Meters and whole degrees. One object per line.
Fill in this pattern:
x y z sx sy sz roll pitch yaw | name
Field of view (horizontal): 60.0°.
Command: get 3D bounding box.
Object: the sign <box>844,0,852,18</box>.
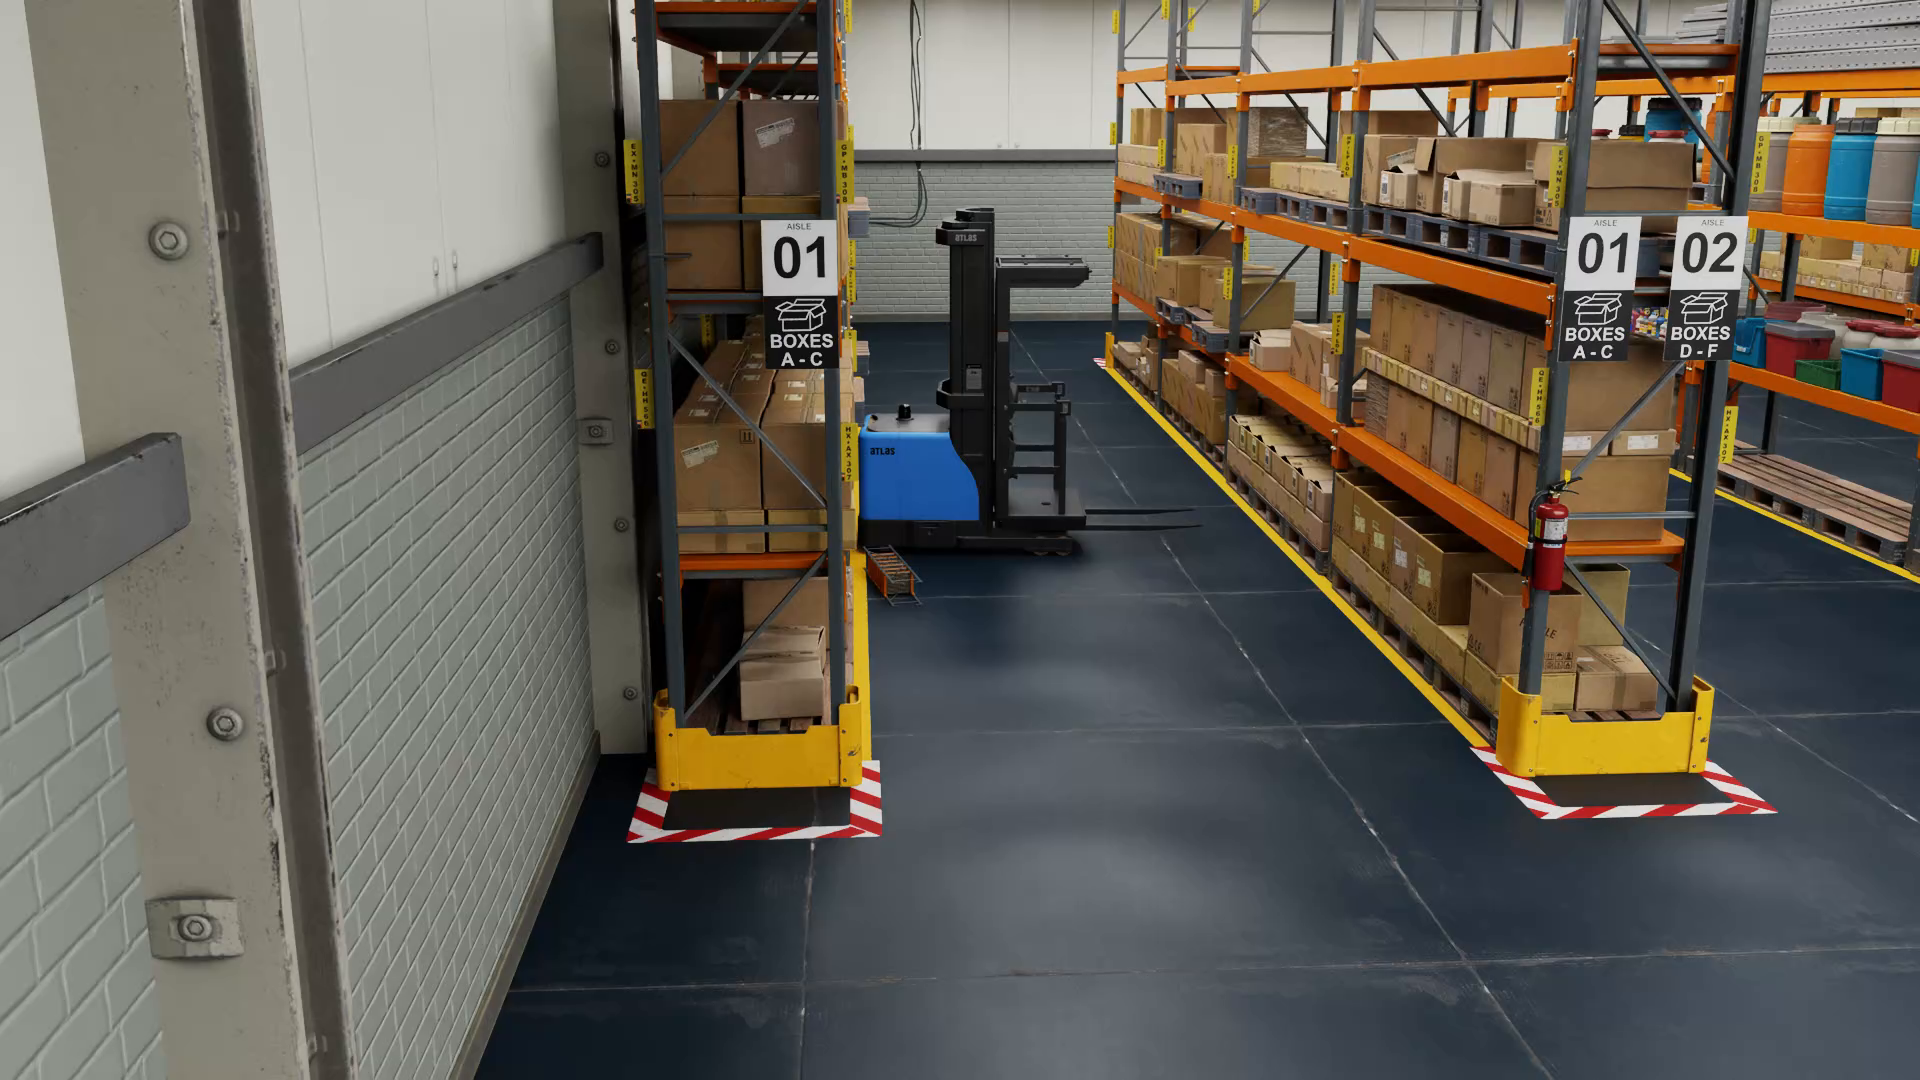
-1.354 -6.446 19.988 0.100 0.325 0.005 -1 14 -3 | sign

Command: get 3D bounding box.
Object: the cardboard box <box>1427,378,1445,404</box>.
3.467 -1.034 11.524 0.380 0.149 0.250 -1 14 -4 | cardboard box

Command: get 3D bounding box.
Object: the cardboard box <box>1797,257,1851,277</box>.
12.515 -3.957 24.090 0.500 0.250 0.500 -1 14 -5 | cardboard box

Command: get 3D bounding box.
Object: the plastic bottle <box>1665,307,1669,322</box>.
8.301 -2.635 19.346 0.144 0.351 0.185 -1 14 -3 | plastic bottle

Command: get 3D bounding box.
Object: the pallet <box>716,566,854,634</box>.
-1.323 0.468 12.786 1.003 0.211 1.213 -1 14 -3 | pallet

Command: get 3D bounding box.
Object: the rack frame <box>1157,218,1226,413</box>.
3.049 -3.116 21.119 1.000 3.000 0.127 -1 14 -3 | rack frame

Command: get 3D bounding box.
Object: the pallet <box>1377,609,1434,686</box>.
3.631 0.726 11.780 1.003 0.211 1.213 -1 14 -3 | pallet

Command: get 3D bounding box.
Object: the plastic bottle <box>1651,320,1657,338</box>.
7.768 -2.354 18.554 0.097 0.201 0.097 0 14 0 | plastic bottle

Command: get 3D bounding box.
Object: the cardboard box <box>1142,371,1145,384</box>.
2.647 -2.178 22.312 0.380 0.149 0.250 -1 14 -3 | cardboard box

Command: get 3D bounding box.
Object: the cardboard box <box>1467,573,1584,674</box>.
3.462 0.504 10.217 0.500 0.500 0.500 -1 14 -3 | cardboard box

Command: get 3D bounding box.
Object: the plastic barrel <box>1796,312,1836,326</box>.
8.518 -1.999 16.551 0.421 0.512 0.421 0 14 0 | plastic barrel

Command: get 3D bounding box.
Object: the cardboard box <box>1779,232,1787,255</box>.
12.480 -4.450 24.501 0.500 0.500 0.500 -1 14 -5 | cardboard box

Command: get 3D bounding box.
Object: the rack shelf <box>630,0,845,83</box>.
-1.276 -3.107 10.495 1.077 0.370 4.000 -1 14 -3 | rack shelf

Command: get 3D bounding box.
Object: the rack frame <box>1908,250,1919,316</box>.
12.936 -3.268 21.710 1.000 3.000 0.127 -1 14 -3 | rack frame

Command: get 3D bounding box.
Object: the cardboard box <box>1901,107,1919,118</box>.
12.884 -5.618 22.075 0.500 0.250 0.500 -2 15 -7 | cardboard box

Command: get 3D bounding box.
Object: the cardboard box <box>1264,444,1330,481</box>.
3.139 -0.745 15.452 0.500 0.311 0.500 -1 14 -4 | cardboard box

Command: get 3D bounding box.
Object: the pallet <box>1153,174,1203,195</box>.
3.019 -4.315 20.134 1.213 0.211 1.003 -1 14 -3 | pallet

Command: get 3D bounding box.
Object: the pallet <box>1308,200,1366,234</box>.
3.477 -2.706 13.888 0.805 0.209 1.217 -1 15 -6 | pallet

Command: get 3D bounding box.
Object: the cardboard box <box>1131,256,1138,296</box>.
2.660 -3.668 23.061 0.500 0.500 0.500 -1 14 -3 | cardboard box

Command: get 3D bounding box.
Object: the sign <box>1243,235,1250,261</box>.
3.602 -3.687 21.011 0.100 0.325 0.005 -1 14 -3 | sign

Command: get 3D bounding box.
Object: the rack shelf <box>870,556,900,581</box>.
-0.609 0.234 13.726 0.258 0.180 0.103 -4 15 -14 | rack shelf

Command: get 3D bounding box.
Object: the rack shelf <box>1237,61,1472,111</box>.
3.421 -3.988 14.711 1.077 0.370 4.000 -1 14 -3 | rack shelf

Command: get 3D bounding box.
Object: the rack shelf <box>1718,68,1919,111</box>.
8.365 -4.063 15.005 1.077 0.370 4.000 -1 14 -3 | rack shelf

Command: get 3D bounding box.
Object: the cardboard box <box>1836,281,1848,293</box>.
12.510 -3.537 23.258 0.380 0.149 0.250 -1 14 -4 | cardboard box

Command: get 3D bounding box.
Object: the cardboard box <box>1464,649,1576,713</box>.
3.464 0.867 10.311 0.500 0.250 0.500 -1 14 -3 | cardboard box

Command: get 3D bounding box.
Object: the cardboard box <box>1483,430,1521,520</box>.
3.739 -0.427 10.467 0.700 0.500 0.500 -1 14 -2 | cardboard box

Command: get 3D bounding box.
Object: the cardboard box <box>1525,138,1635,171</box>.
3.962 -2.322 10.685 0.500 0.500 0.500 -1 14 -3 | cardboard box

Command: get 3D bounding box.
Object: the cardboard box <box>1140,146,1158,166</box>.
2.691 -5.104 22.122 0.500 0.250 0.500 -1 14 -3 | cardboard box

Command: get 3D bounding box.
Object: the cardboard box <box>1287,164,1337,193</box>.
3.431 -3.463 15.904 0.500 0.250 0.500 0 14 -2 | cardboard box

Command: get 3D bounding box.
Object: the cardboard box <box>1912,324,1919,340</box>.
12.996 -2.284 21.305 1.225 0.875 0.875 -1 14 -3 | cardboard box

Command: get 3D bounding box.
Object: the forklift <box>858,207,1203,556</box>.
0.625 -1.418 14.655 3.031 2.935 1.130 0 14 1 | forklift

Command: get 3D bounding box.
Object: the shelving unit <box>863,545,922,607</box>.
-0.560 0.281 13.542 0.258 0.189 1.200 -4 15 -14 | shelving unit

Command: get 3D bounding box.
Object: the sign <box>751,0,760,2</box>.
-2.451 -6.471 19.925 0.100 0.325 0.005 -1 14 -3 | sign

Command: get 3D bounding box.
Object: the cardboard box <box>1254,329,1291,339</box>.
3.276 -1.987 16.909 0.500 0.311 0.500 0 14 0 | cardboard box

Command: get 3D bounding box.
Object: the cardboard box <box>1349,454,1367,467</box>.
3.708 -0.630 15.005 0.500 0.311 0.500 -1 14 -5 | cardboard box

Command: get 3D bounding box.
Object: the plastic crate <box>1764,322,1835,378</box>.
8.035 -1.822 15.958 0.402 0.464 0.583 -1 14 -3 | plastic crate

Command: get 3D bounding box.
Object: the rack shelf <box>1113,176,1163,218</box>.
2.925 -4.718 22.768 1.077 0.370 4.000 -1 14 -3 | rack shelf

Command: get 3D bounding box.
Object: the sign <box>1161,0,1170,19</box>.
2.506 -6.509 20.230 0.100 0.325 0.005 -1 14 -3 | sign

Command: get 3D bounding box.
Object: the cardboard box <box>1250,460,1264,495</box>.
3.106 -0.604 16.031 0.500 0.250 0.500 -1 14 -5 | cardboard box

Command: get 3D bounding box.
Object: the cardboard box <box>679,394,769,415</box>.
-1.414 -0.594 10.072 0.500 0.500 0.500 -1 14 -3 | cardboard box

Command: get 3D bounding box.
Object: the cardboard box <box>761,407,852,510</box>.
-0.881 -0.478 9.621 0.500 0.500 0.500 -1 14 -3 | cardboard box

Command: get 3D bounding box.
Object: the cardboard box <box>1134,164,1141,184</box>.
2.667 -4.986 22.668 0.500 0.250 0.500 -1 14 -3 | cardboard box

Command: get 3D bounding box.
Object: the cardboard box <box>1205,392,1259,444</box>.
3.004 -1.353 18.399 0.500 0.500 0.500 0 14 -1 | cardboard box

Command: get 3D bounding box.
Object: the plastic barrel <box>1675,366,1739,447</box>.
8.193 -1.471 18.236 0.600 0.830 0.708 -1 14 -3 | plastic barrel

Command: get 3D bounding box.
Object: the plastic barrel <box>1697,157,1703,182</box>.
8.028 -4.051 18.165 0.301 0.262 0.301 0 14 0 | plastic barrel

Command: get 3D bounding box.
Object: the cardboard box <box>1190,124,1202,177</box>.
3.071 -4.577 19.532 0.600 0.600 0.600 -1 14 -4 | cardboard box

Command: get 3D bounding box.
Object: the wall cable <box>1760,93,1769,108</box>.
15.778 -10.186 30.100 2.277 5.999 0.120 -1 14 -3 | wall cable

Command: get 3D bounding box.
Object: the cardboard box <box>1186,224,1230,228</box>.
3.268 -3.899 21.953 0.500 0.500 0.500 -1 14 -5 | cardboard box

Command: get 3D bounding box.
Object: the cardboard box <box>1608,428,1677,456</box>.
3.983 -0.596 9.819 0.380 0.149 0.250 -1 14 -4 | cardboard box

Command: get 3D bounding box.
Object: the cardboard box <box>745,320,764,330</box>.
-1.424 -1.577 14.053 0.700 0.500 0.500 1 14 2 | cardboard box

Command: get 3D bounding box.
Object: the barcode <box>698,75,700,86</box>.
-1.743 -3.070 11.105 0.001 0.075 0.075 -1 14 -3 | barcode

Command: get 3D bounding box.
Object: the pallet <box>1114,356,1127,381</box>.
2.856 -2.543 24.489 1.003 0.211 1.213 -1 14 -3 | pallet

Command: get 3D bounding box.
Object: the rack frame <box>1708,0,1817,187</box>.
8.241 -5.103 16.799 1.000 3.000 0.127 -1 14 -3 | rack frame

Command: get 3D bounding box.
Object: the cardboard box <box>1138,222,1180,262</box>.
2.694 -4.024 22.437 0.500 0.500 0.500 -1 14 -3 | cardboard box

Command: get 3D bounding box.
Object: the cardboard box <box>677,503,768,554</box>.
-1.374 -0.105 9.675 0.500 0.250 0.500 -1 14 -3 | cardboard box

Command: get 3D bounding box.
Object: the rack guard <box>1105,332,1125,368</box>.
2.806 -2.882 25.223 1.175 0.500 0.348 -1 14 -3 | rack guard
